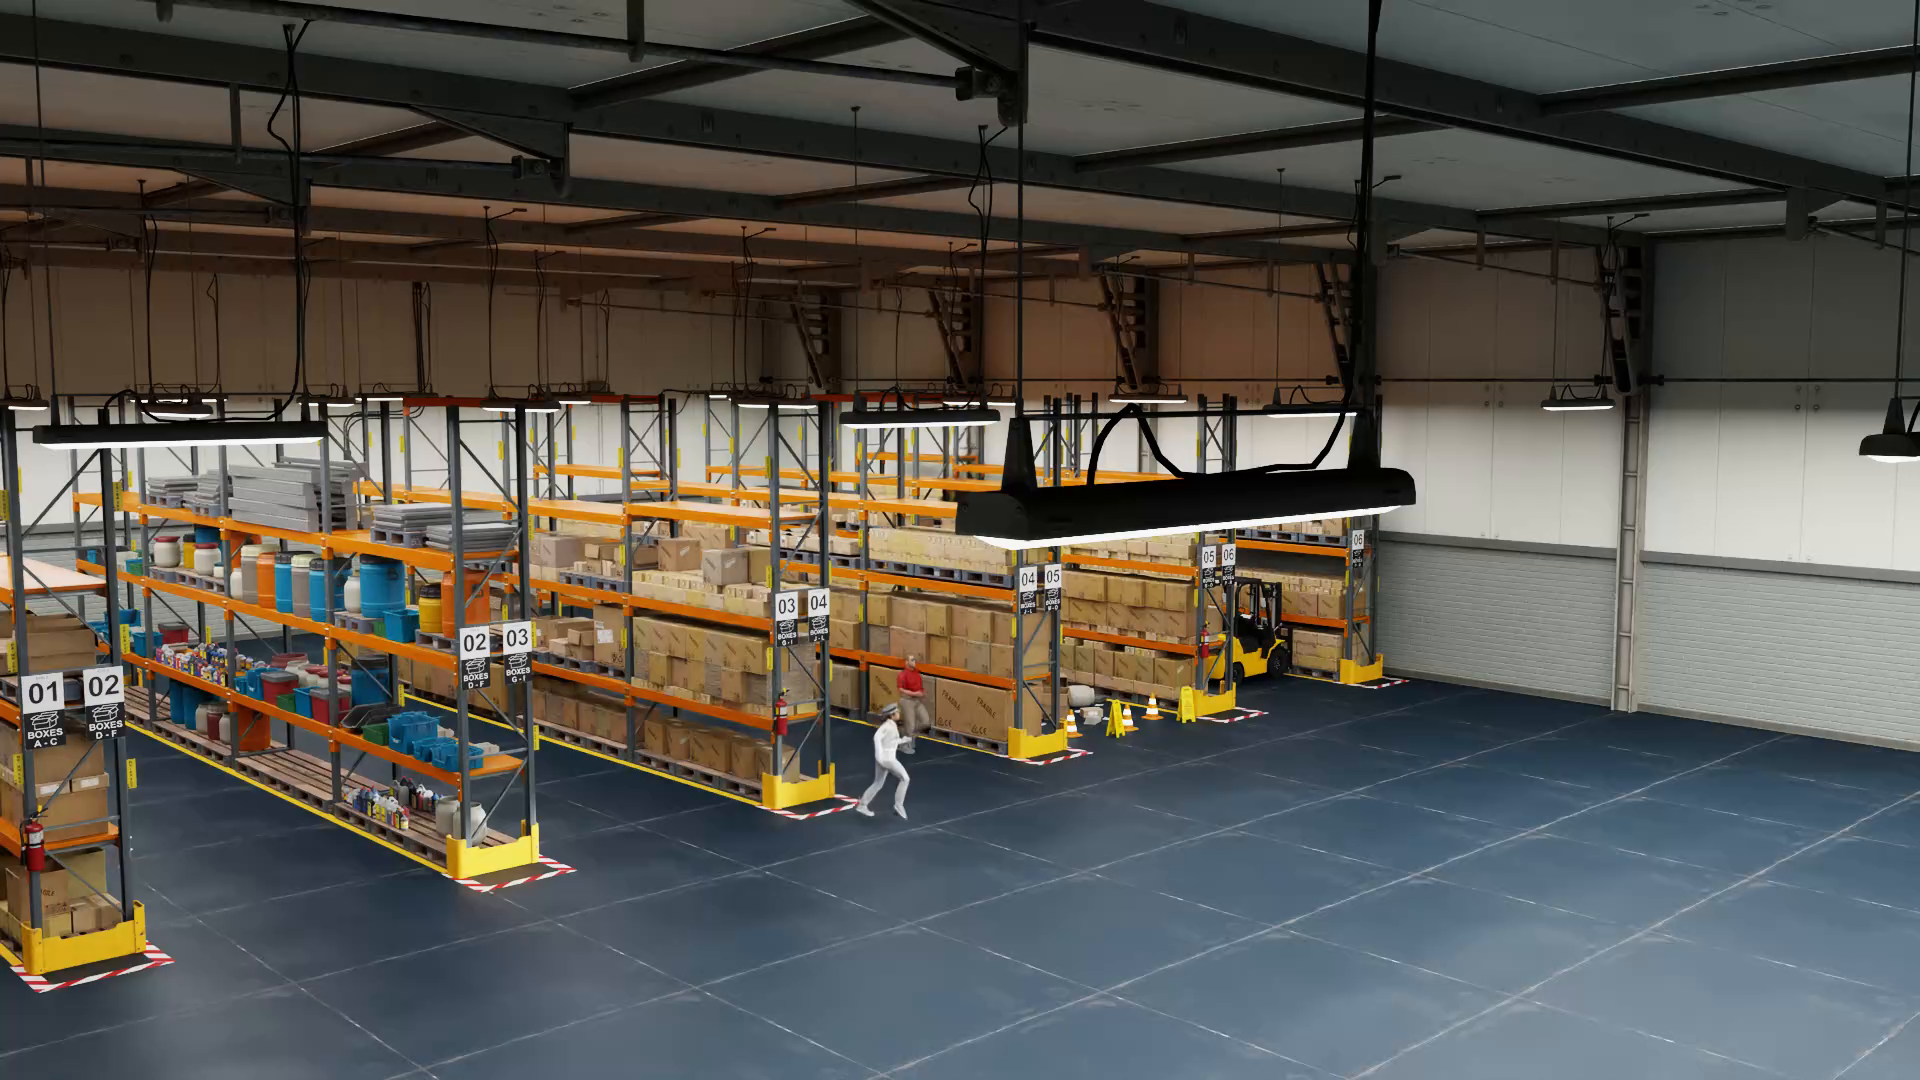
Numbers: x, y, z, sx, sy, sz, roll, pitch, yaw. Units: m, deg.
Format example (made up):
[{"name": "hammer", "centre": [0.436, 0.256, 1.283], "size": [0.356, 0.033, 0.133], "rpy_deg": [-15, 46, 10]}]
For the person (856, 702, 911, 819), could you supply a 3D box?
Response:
[{"name": "person", "centre": [-1.094, 3.193, 23.879], "size": [0.825, 1.723, 0.636], "rpy_deg": [-1, 6, -13]}]

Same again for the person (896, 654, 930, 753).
[{"name": "person", "centre": [-0.777, 2.769, 28.120], "size": [0.607, 1.688, 0.651], "rpy_deg": [4, 7, 37]}]
